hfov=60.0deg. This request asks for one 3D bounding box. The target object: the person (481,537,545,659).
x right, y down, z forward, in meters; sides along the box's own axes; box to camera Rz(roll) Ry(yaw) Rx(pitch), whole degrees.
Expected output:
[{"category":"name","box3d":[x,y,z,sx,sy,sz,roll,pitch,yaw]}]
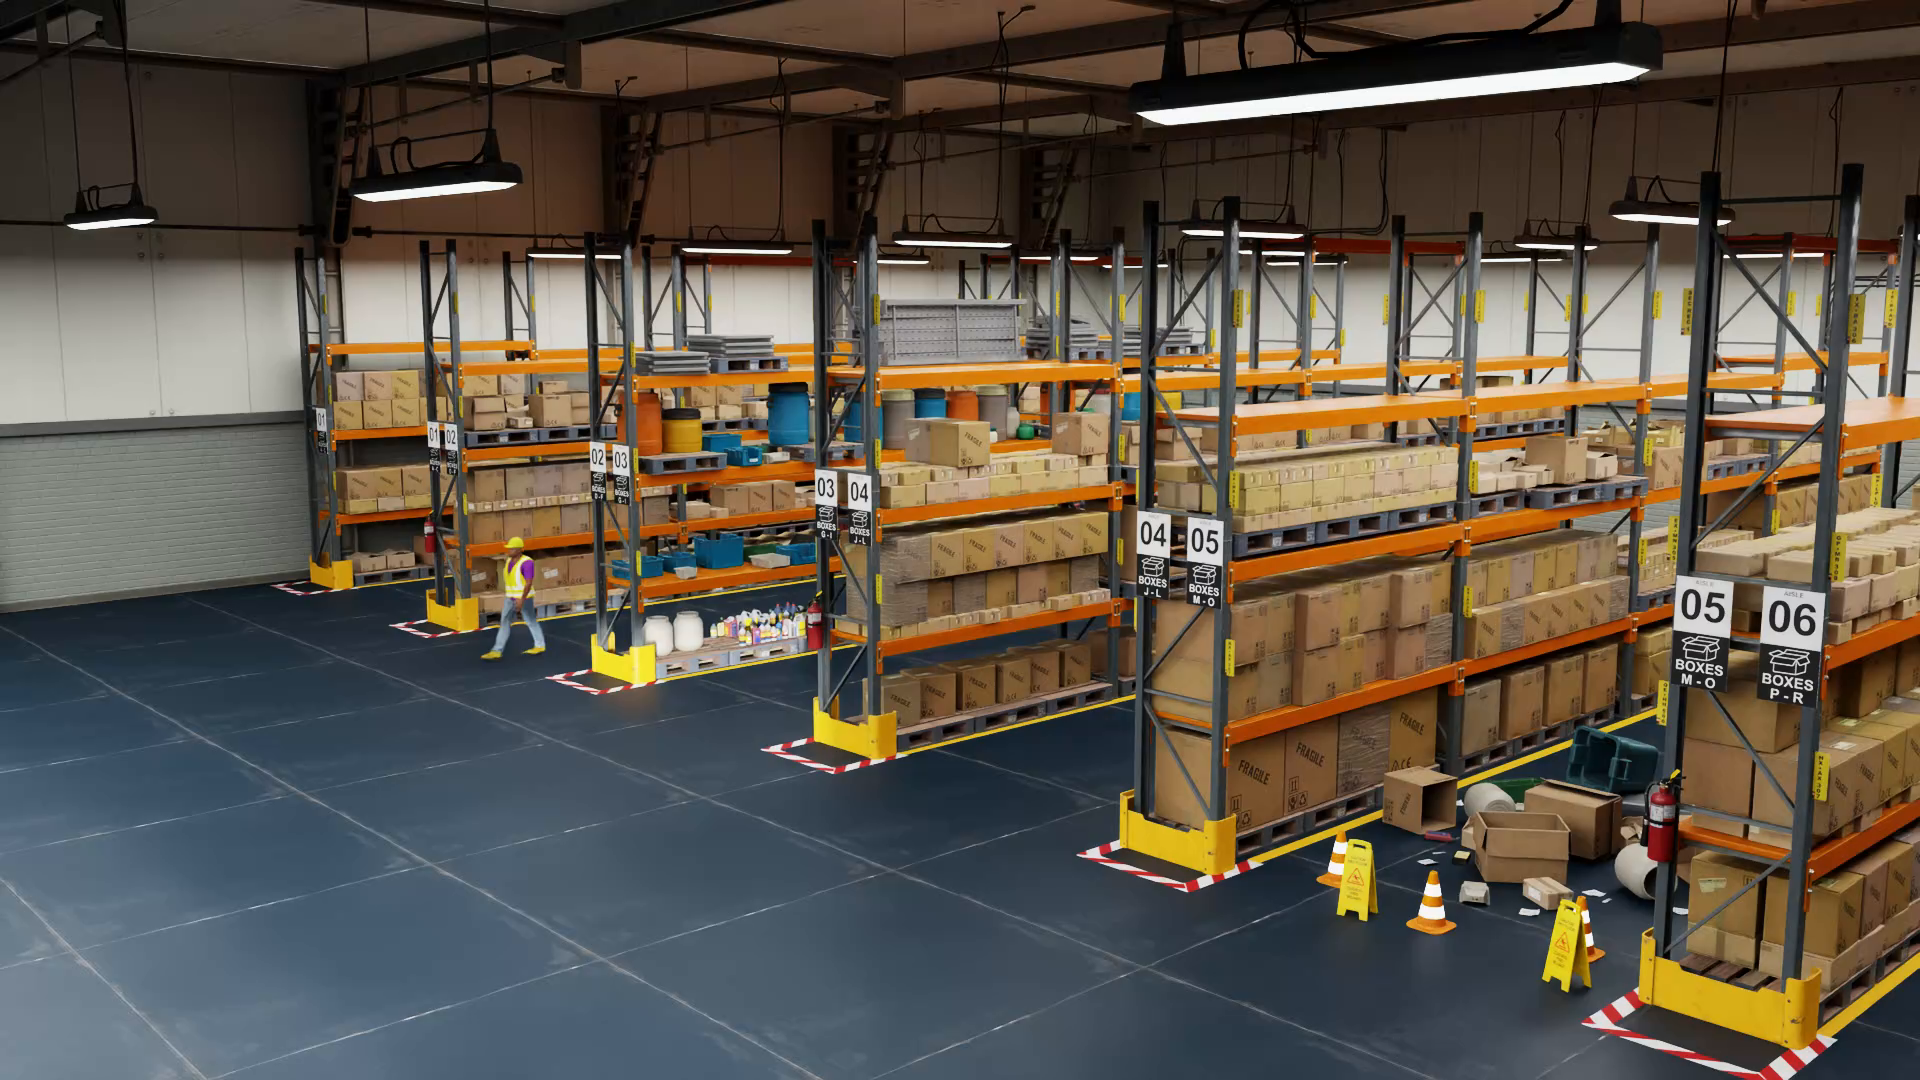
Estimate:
[{"category":"person","box3d":[-6.364,0.818,23.746,0.609,1.715,0.961,5,10,29]}]
